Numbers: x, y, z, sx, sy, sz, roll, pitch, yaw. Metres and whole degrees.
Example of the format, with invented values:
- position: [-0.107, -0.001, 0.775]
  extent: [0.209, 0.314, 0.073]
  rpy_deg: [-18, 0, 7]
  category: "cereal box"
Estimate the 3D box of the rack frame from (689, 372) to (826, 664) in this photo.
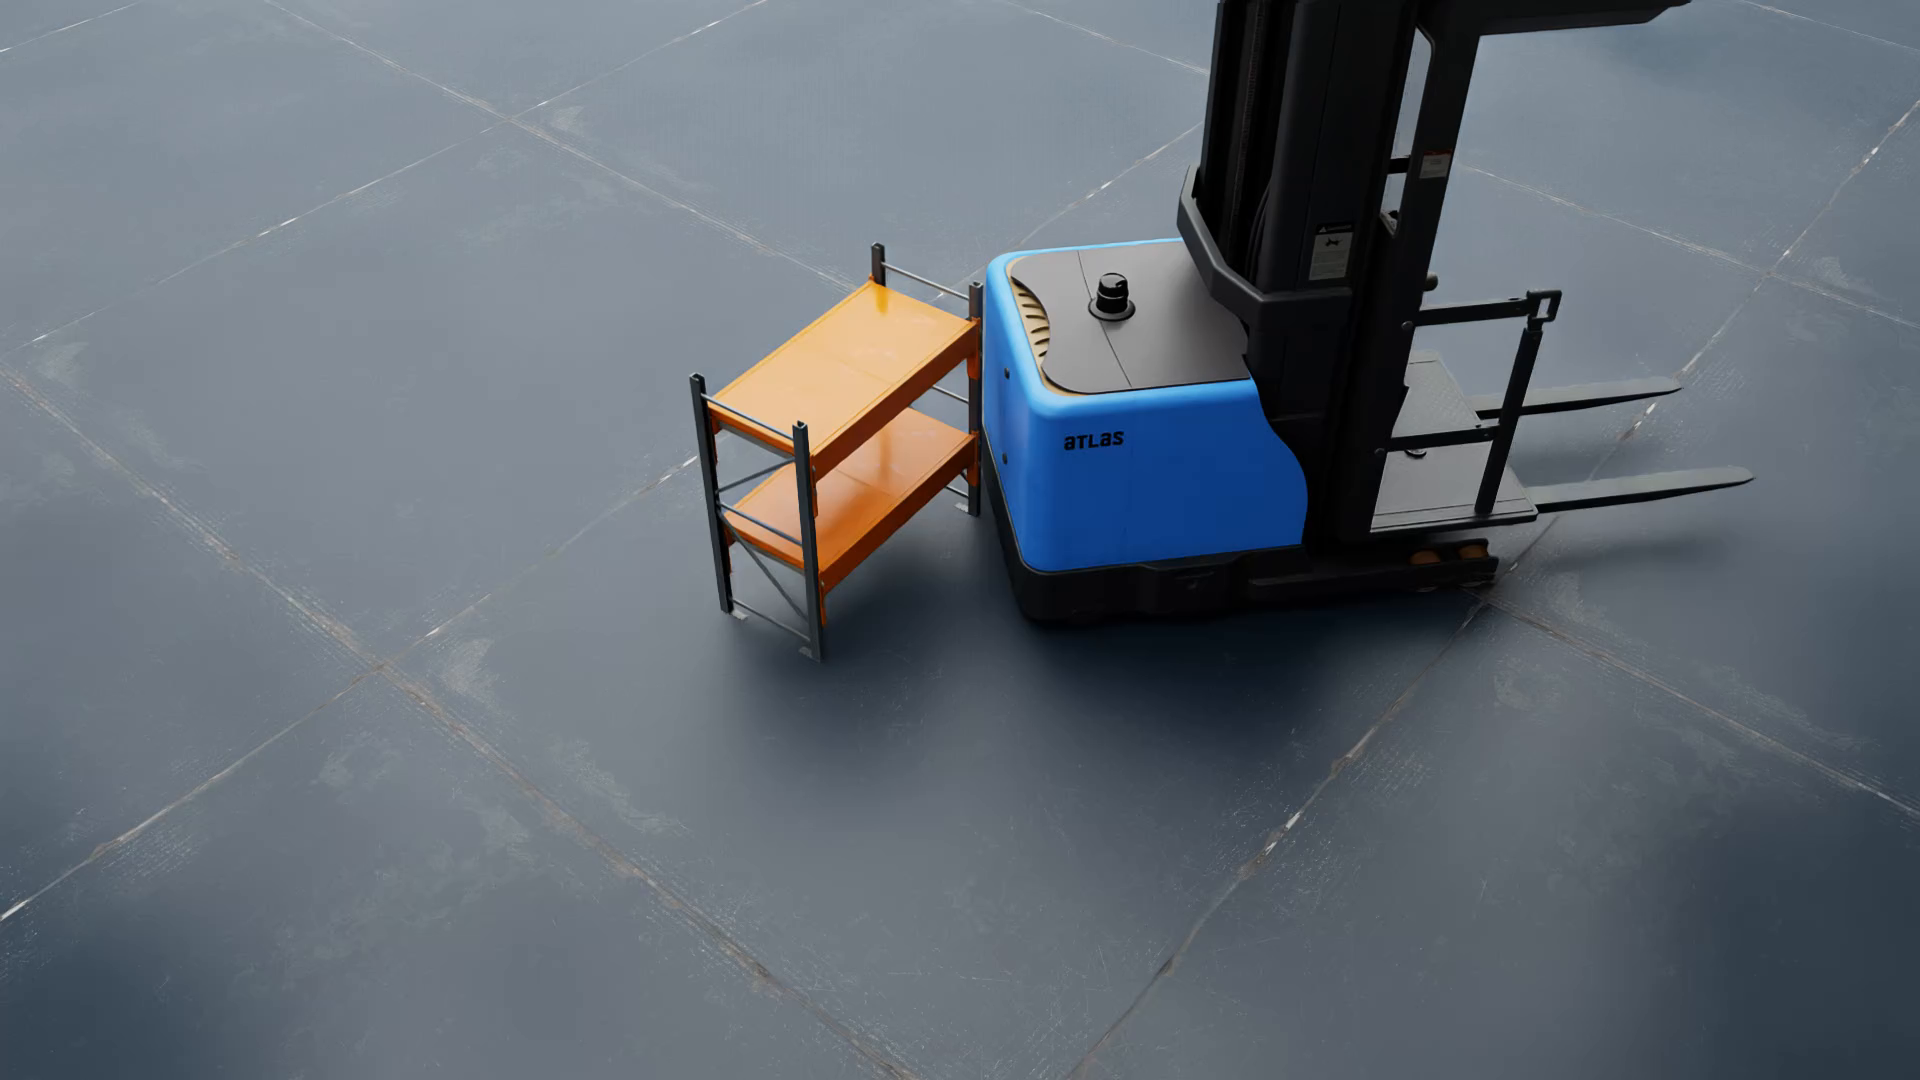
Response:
- position: [-0.717, -0.056, 5.976]
  extent: [0.500, 1.125, 0.032]
  rpy_deg: [26, 48, 25]
  category: "rack frame"

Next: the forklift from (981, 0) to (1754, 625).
- position: [1.651, -1.227, 5.920]
  extent: [3.031, 2.935, 1.130]
  rpy_deg: [-6, 43, -7]
  category: "forklift"

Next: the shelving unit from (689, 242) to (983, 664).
- position: [-0.422, -0.335, 6.282]
  extent: [0.538, 1.125, 1.048]
  rpy_deg: [26, 48, 25]
  category: "shelving unit"

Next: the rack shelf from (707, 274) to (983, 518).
- position: [-0.422, -0.551, 6.085]
  extent: [0.538, 0.278, 1.000]
  rpy_deg: [26, 48, 25]
  category: "rack shelf"

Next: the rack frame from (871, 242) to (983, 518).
- position: [-0.127, -0.613, 6.588]
  extent: [0.500, 1.125, 0.032]
  rpy_deg: [26, 48, 25]
  category: "rack frame"

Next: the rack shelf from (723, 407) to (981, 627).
- position: [-0.422, -0.154, 6.447]
  extent: [0.538, 0.278, 1.000]
  rpy_deg: [26, 48, 25]
  category: "rack shelf"
